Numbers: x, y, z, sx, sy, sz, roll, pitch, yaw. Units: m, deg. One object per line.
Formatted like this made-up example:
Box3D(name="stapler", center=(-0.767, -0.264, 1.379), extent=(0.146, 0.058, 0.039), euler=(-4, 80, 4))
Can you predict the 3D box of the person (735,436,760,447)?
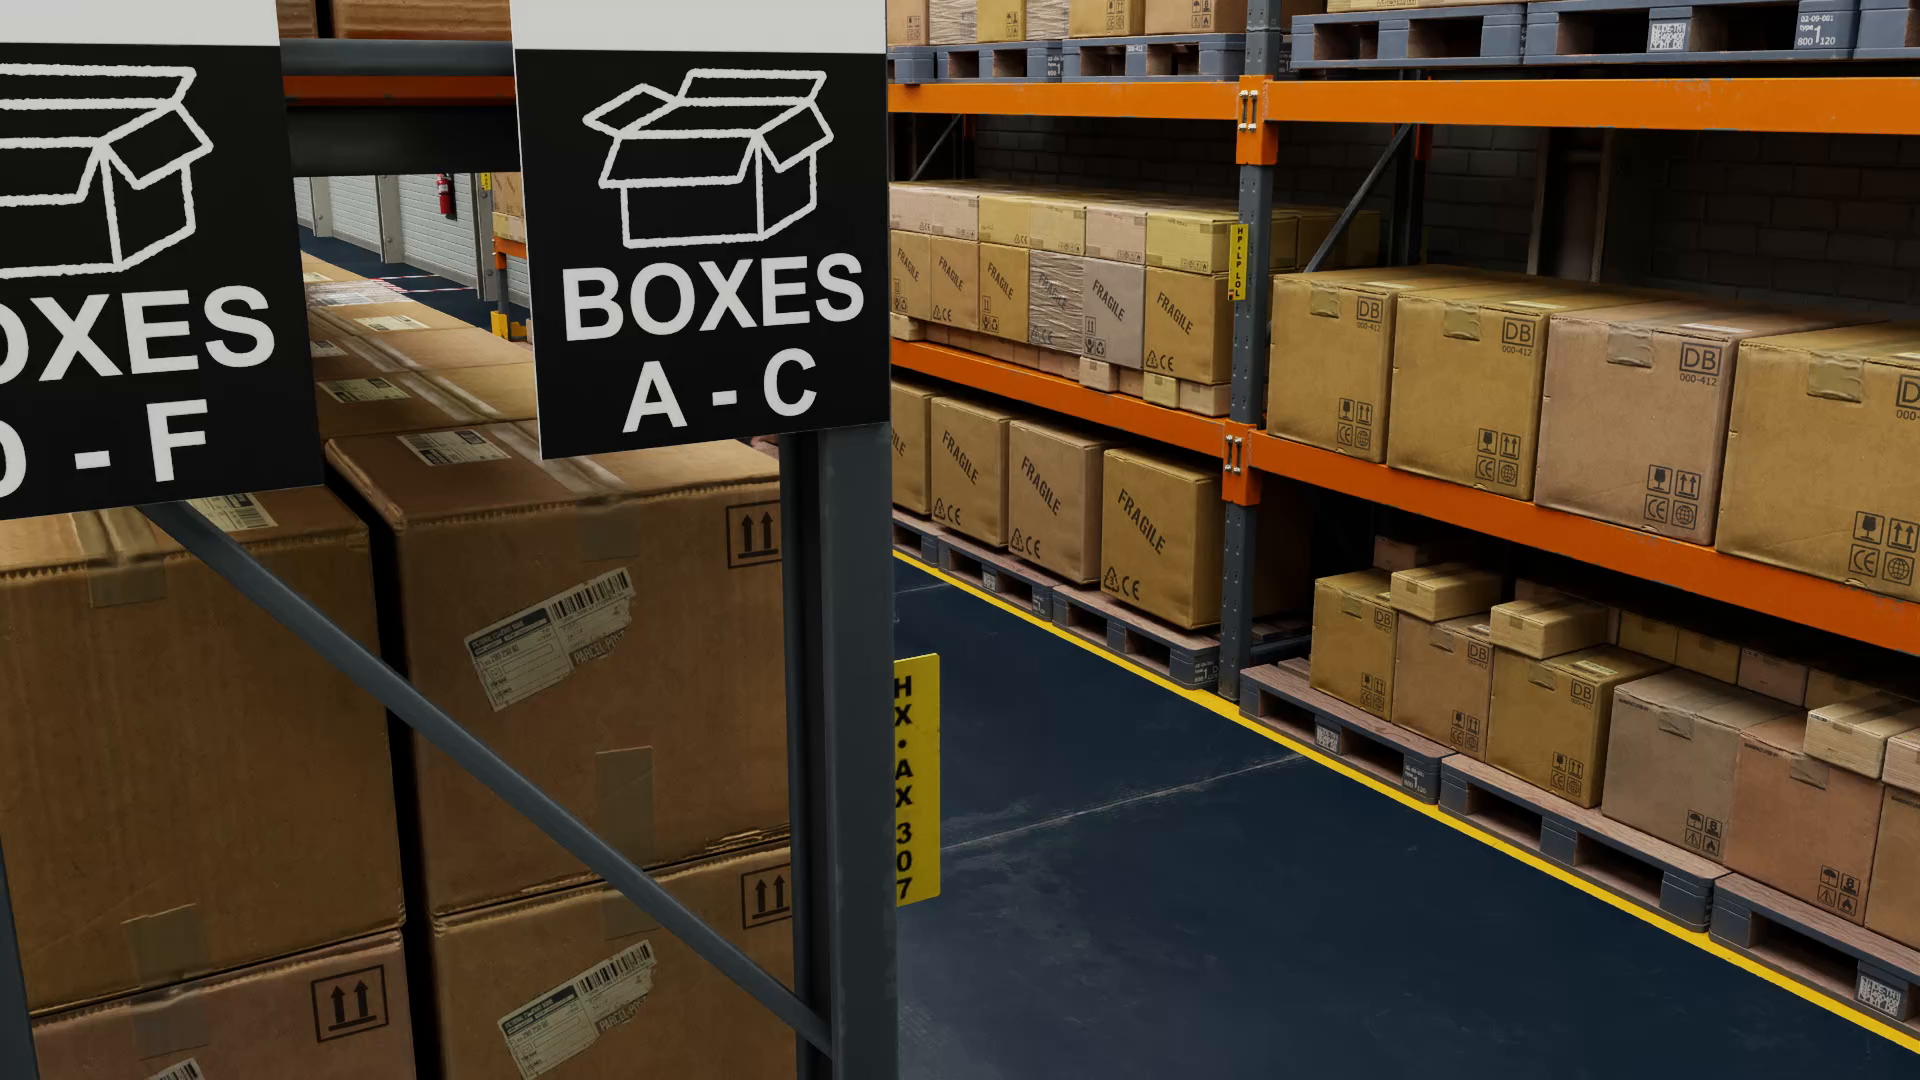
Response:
Box3D(name="person", center=(-1.452, -0.729, 10.208), extent=(0.407, 1.569, 0.868), euler=(-8, 17, -27))
